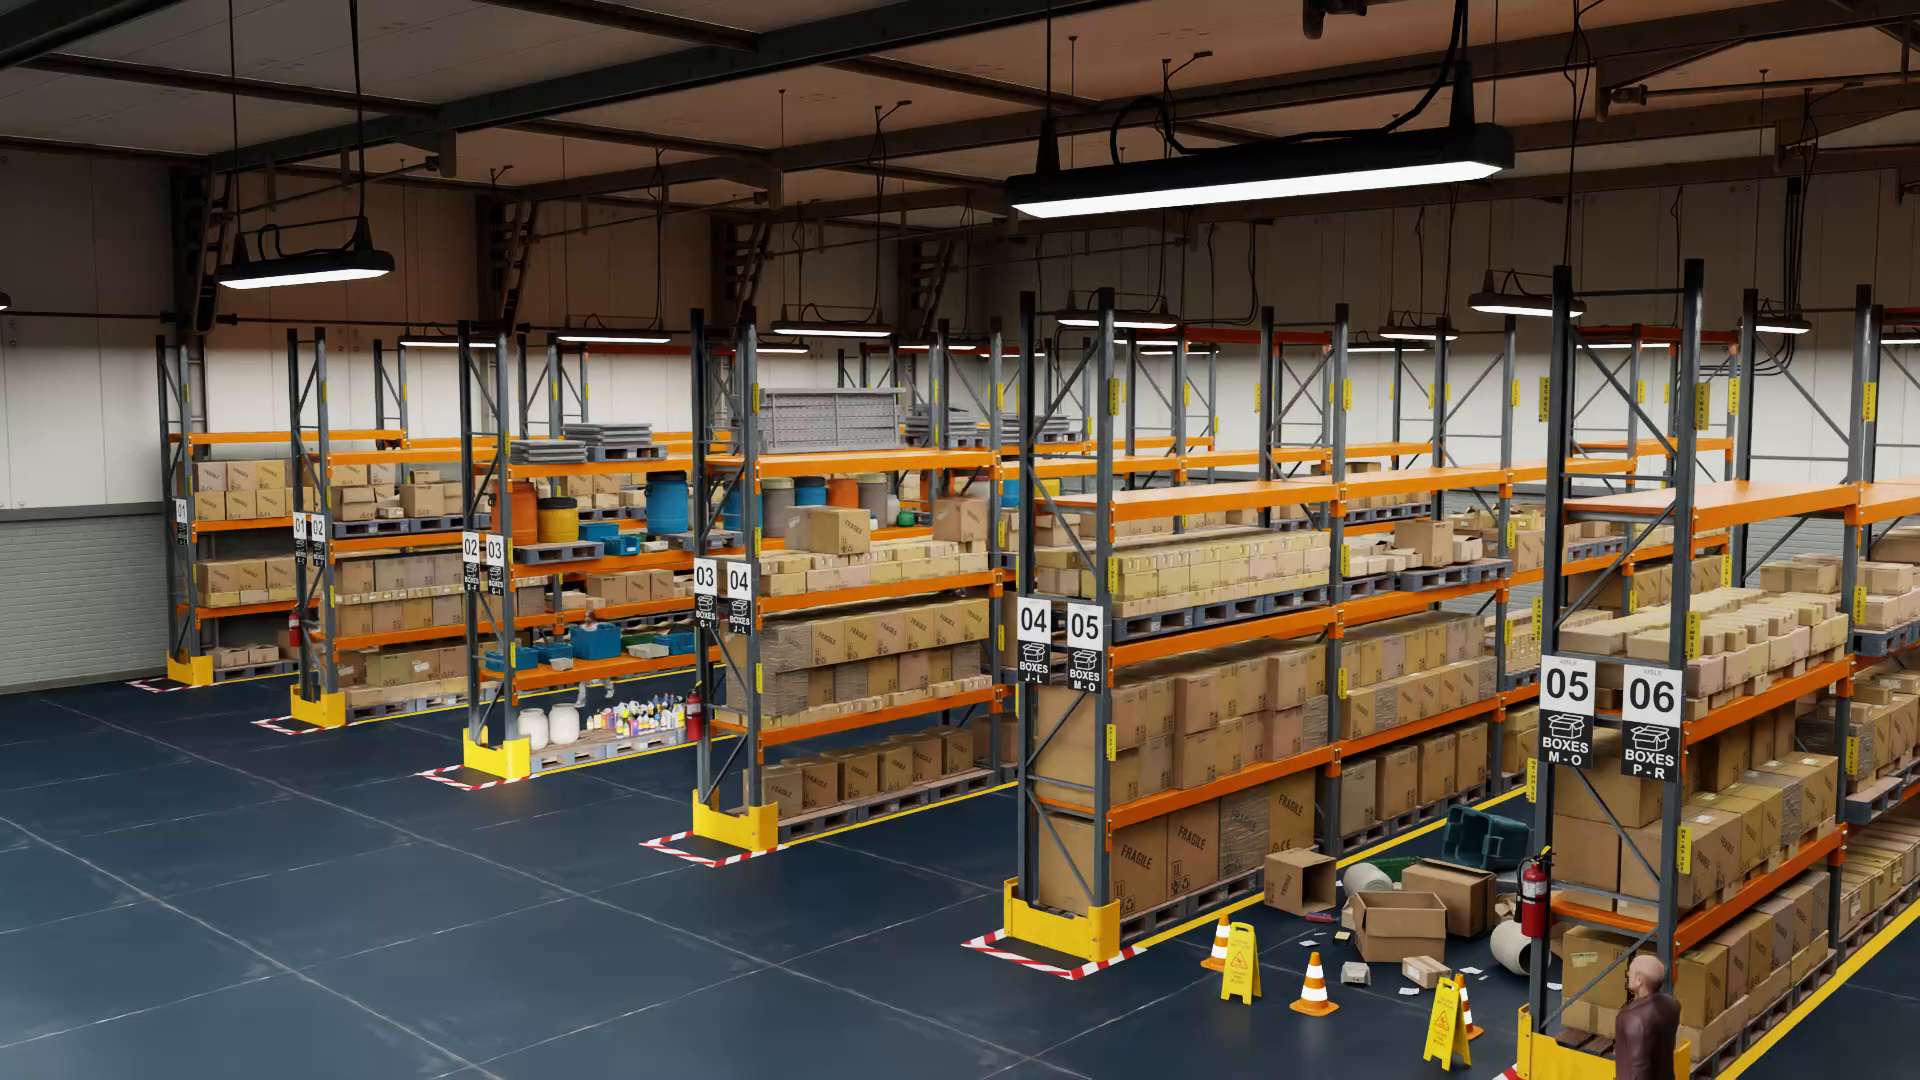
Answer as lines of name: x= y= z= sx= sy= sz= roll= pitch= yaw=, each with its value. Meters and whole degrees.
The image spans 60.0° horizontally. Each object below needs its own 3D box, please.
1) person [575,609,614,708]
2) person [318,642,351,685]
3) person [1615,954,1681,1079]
person: x=-5.897 y=1.868 z=26.698 sx=0.471 sy=1.539 sz=0.980 roll=2 pitch=6 yaw=18
person: x=-10.743 y=1.599 z=28.500 sx=0.533 sy=1.748 sz=0.562 roll=-4 pitch=7 yaw=-36
person: x=4.153 y=3.363 z=10.023 sx=0.562 sy=1.717 sz=1.144 roll=-5 pitch=7 yaw=-44
